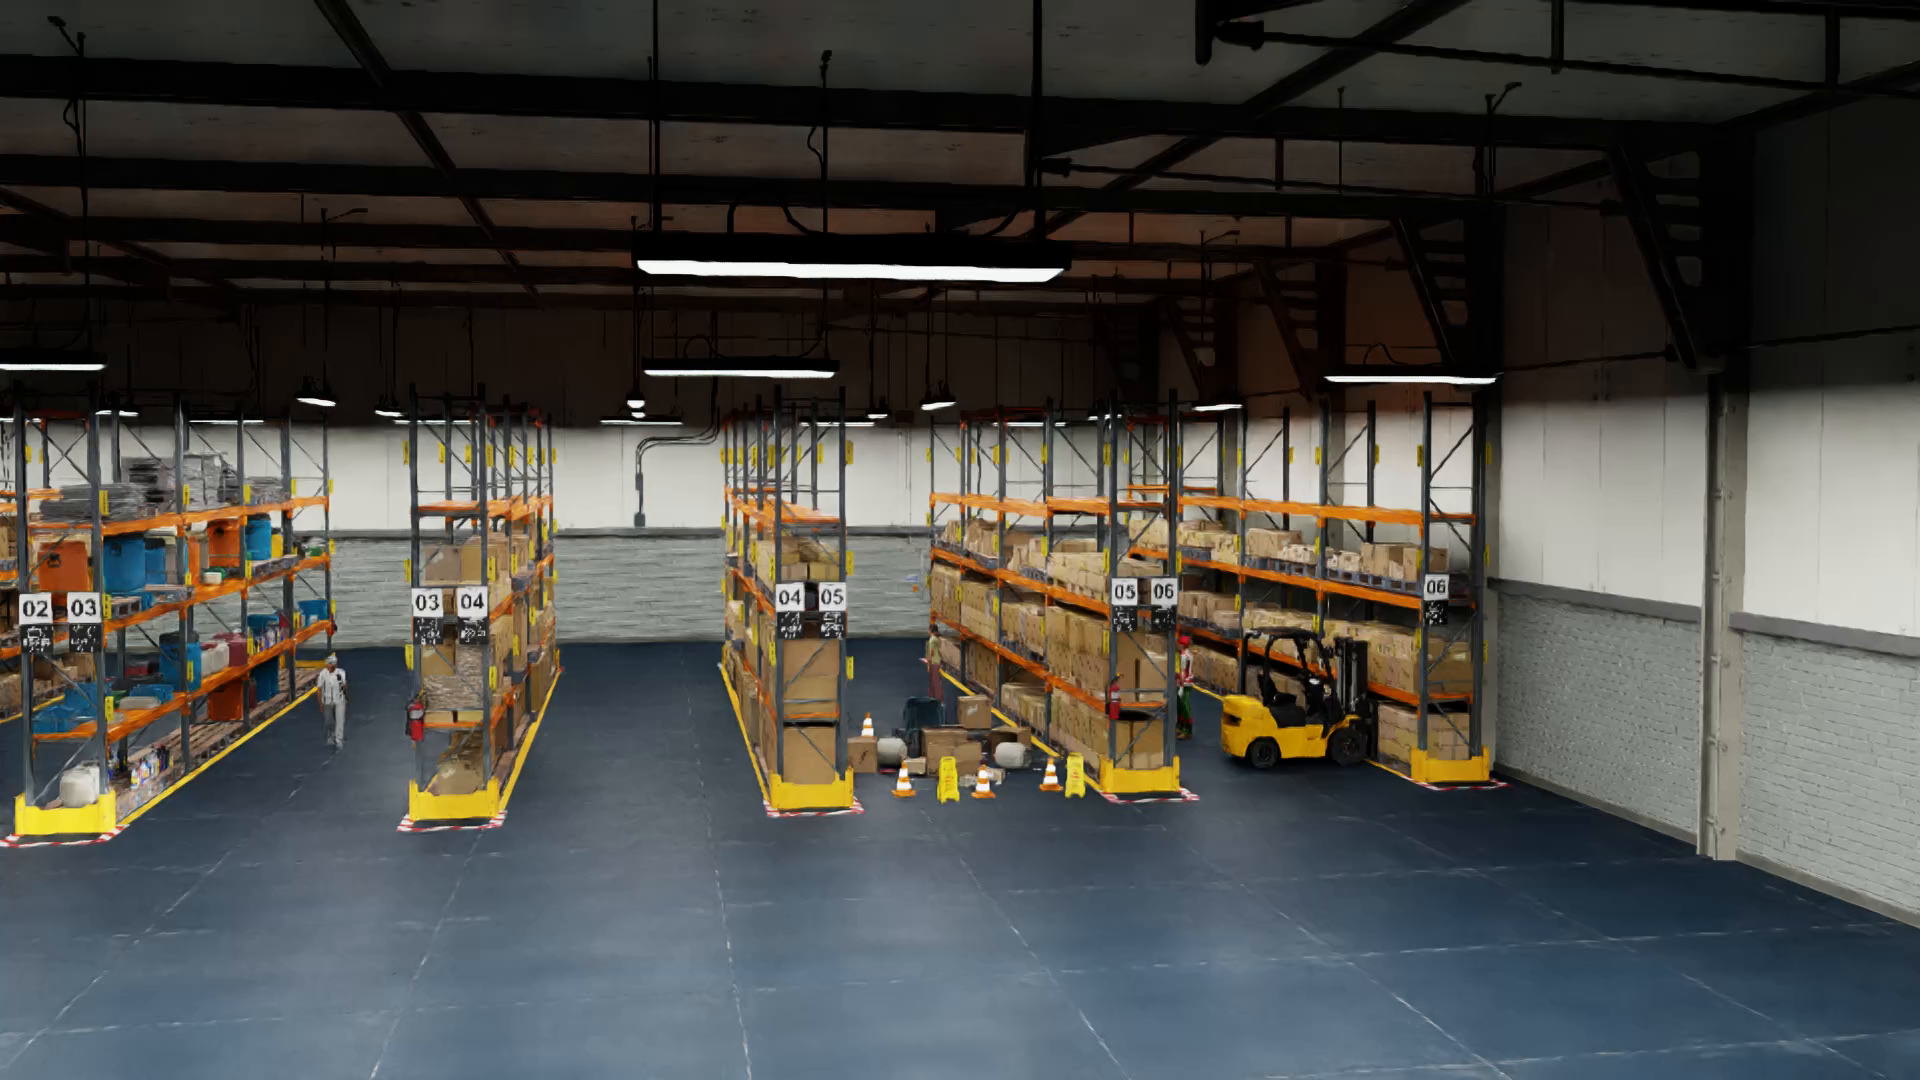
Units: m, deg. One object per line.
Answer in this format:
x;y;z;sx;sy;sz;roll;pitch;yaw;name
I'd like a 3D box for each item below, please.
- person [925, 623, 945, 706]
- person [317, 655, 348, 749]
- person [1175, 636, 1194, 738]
-0.559;2.473;33.135;0.577;1.664;0.555;1;3;13;person
-10.761;2.751;28.497;0.481;1.580;1.091;-1;3;-13;person
3.916;2.596;29.543;0.490;1.787;0.608;1;3;18;person
